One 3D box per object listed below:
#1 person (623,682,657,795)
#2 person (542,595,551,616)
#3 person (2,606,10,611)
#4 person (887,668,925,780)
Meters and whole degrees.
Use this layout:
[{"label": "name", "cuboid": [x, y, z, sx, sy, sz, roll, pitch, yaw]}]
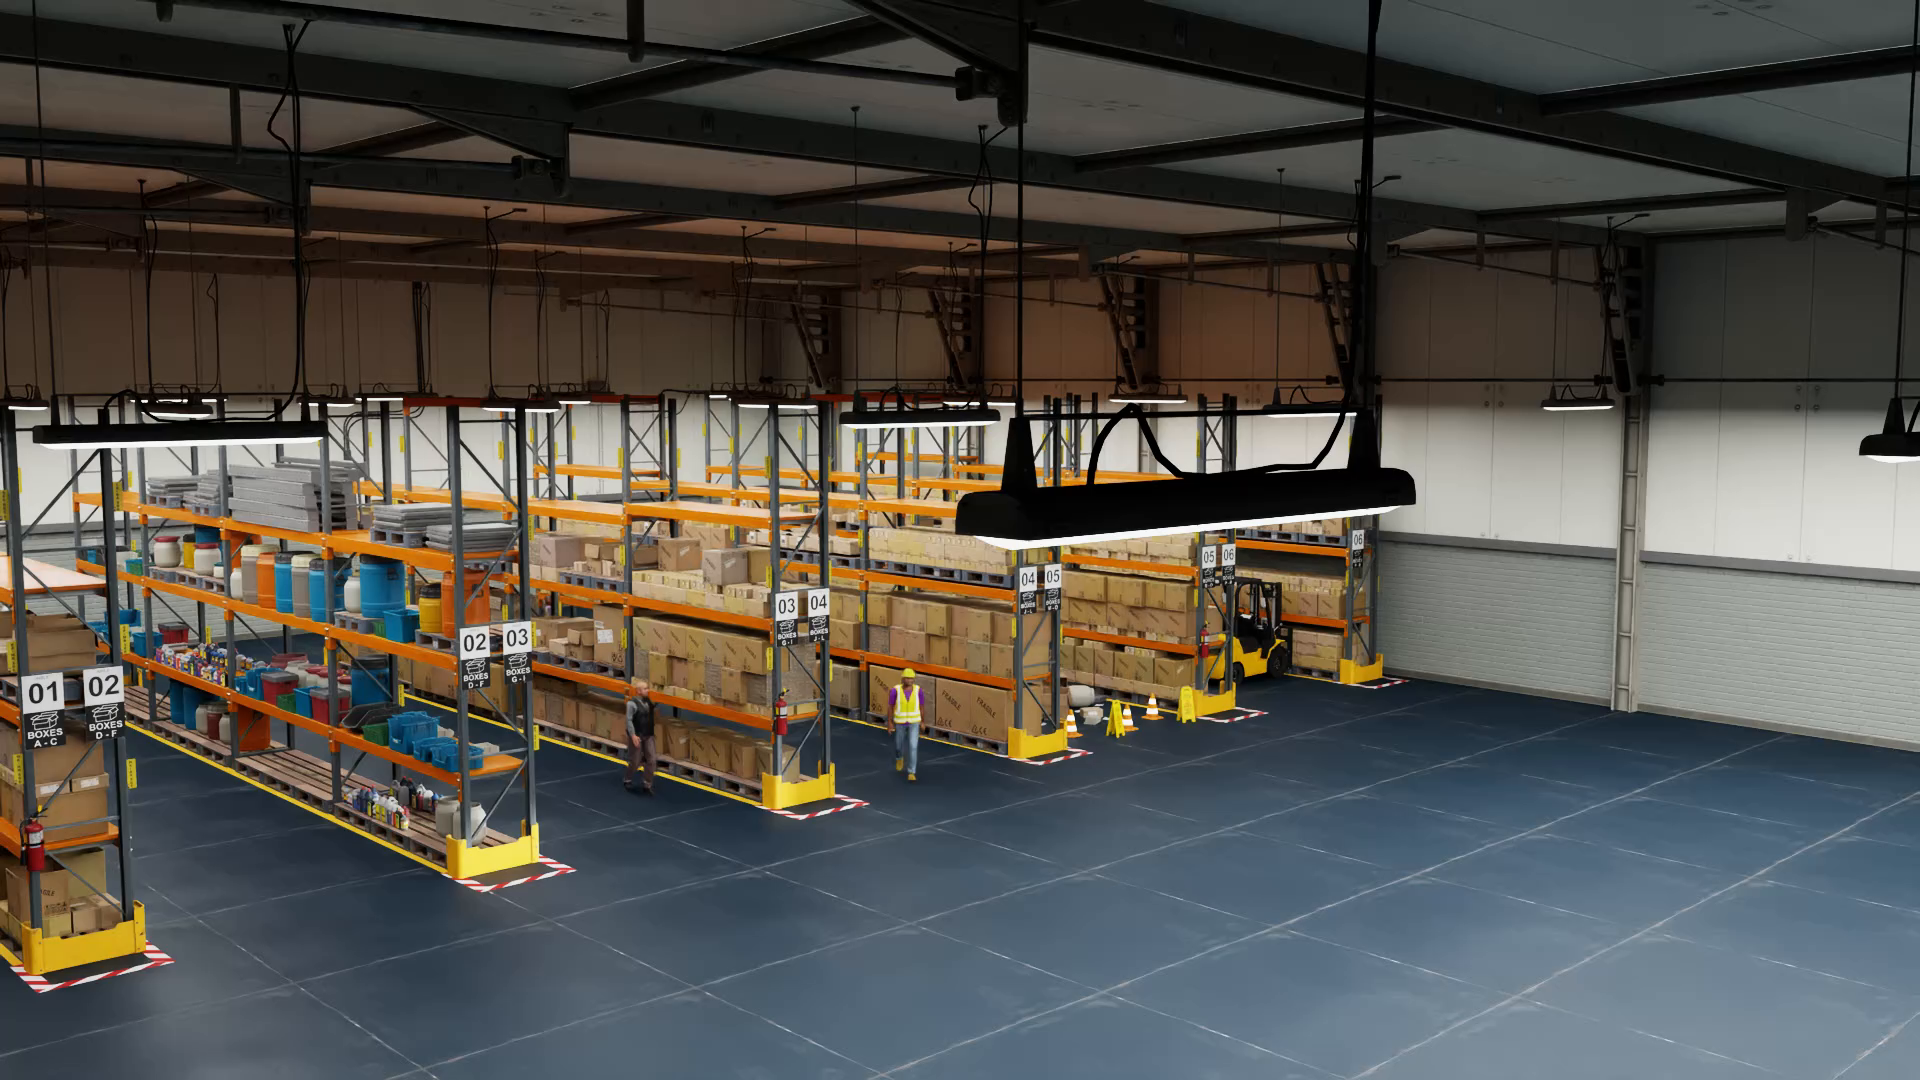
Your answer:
[{"label": "person", "cuboid": [-4.887, 3.045, 25.515, 0.687, 1.741, 0.611, 4, 7, 33]}, {"label": "person", "cuboid": [-8.996, 2.013, 36.494, 0.429, 1.620, 0.450, 3, 6, 27]}, {"label": "person", "cuboid": [-19.285, 2.183, 33.795, 1.120, 1.714, 0.525, -4, 7, -39]}, {"label": "person", "cuboid": [-0.858, 2.900, 26.437, 0.614, 1.746, 0.860, 0, 6, -4]}]
